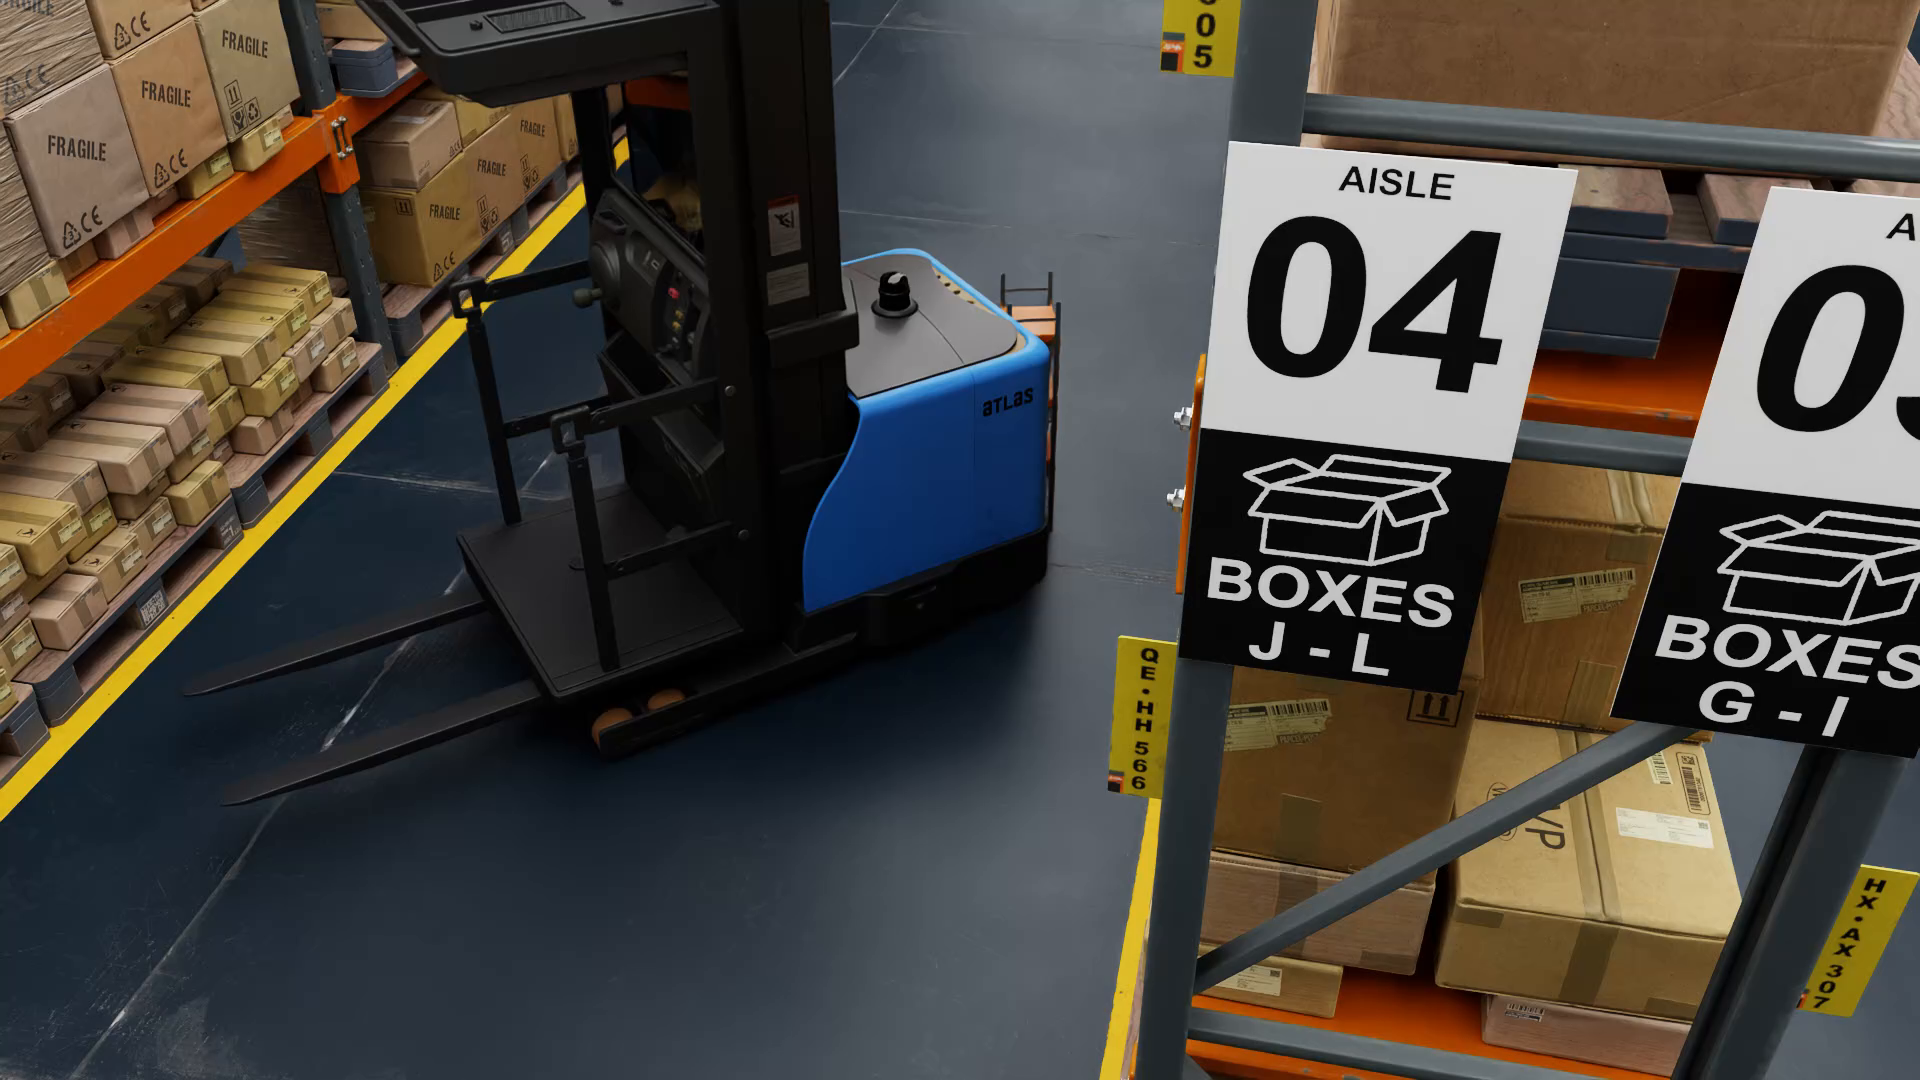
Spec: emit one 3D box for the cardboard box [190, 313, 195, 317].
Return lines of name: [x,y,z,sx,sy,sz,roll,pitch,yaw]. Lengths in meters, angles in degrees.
cardboard box: [-3.543,-1.017,7.415,0.380,0.149,0.250,9,37,12]

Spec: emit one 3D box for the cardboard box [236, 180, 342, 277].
cardboard box: [-3.241,-1.662,8.259,0.500,0.500,0.500,7,36,9]

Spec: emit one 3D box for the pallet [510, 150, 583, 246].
pallet: [-2.729,-2.067,9.422,1.003,0.211,1.213,7,37,10]

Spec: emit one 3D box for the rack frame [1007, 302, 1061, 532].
rack frame: [0.275,-0.455,6.484,0.200,1.050,0.008,-3,36,-4]

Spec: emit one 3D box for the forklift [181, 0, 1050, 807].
forklift: [-1.193,-0.797,5.352,3.031,2.935,1.130,-19,40,-25]

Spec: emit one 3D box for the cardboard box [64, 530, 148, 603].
cardboard box: [-3.265,0.081,6.154,0.380,0.149,0.250,7,37,10]

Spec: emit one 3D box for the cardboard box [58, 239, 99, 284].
cardboard box: [-3.263,-1.003,5.792,0.380,0.149,0.250,7,36,9]

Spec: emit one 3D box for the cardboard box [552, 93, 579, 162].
cardboard box: [-2.395,-2.487,9.397,0.500,0.500,0.500,6,36,8]

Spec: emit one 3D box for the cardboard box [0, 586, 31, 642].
cardboard box: [-3.440,0.242,5.678,0.380,0.149,0.250,6,36,8]

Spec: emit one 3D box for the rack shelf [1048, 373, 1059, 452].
rack shelf: [0.266,-0.518,6.588,0.215,0.259,0.240,-3,36,-4]

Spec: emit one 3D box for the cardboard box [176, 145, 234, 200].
cardboard box: [-3.049,-1.446,6.404,0.380,0.149,0.250,9,37,12]

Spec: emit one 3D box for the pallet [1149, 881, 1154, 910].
pallet: [1.174,0.888,5.345,1.003,0.211,1.213,7,37,10]

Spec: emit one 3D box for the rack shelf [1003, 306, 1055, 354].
rack shelf: [0.266,-0.803,6.382,0.184,0.087,0.229,-3,36,-4]

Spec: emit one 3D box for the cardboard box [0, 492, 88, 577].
cardboard box: [-3.301,-0.026,5.795,0.380,0.149,0.250,8,37,11]

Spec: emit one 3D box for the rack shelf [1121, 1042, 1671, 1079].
rack shelf: [1.244,0.069,4.711,1.077,0.370,4.000,7,37,10]

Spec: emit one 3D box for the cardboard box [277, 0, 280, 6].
cardboard box: [-3.206,-2.518,7.525,0.380,0.149,0.250,8,37,10]

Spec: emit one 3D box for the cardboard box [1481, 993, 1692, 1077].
cardboard box: [1.215,0.864,3.216,0.380,0.149,0.250,8,37,10]

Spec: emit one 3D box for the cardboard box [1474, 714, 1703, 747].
cardboard box: [1.288,0.325,3.620,0.500,0.250,0.500,7,37,9]

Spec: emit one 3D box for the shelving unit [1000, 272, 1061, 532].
shelving unit: [0.266,-0.527,6.582,0.215,1.050,0.252,-3,36,-4]

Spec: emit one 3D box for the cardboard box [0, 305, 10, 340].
cardboard box: [-3.334,-0.699,5.372,0.380,0.149,0.250,9,37,12]

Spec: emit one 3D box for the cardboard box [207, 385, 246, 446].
cardboard box: [-3.144,-0.520,6.729,0.380,0.149,0.250,8,37,10]

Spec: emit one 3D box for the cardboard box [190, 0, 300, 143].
cardboard box: [-2.980,-1.896,6.472,0.500,0.500,0.500,7,37,10]

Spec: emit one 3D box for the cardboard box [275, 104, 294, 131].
cardboard box: [-2.985,-1.753,6.827,0.380,0.149,0.250,7,37,9]

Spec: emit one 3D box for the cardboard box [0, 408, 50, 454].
cardboard box: [-3.696,-0.377,6.279,0.380,0.149,0.250,6,36,8]

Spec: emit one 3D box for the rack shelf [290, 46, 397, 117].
rack shelf: [-2.725,-2.983,8.756,0.919,0.124,3.809,7,37,10]

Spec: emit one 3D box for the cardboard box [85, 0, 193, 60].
cardboard box: [-3.094,-2.014,5.781,0.500,0.500,0.500,6,36,8]

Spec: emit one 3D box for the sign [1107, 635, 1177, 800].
sign: [0.290,0.284,2.614,0.100,0.325,0.005,7,37,10]

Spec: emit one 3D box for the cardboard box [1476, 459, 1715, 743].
cardboard box: [1.290,0.033,3.383,0.500,0.500,0.500,6,36,9]

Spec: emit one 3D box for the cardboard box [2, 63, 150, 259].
cardboard box: [-3.199,-1.314,5.668,0.500,0.500,0.500,7,37,10]

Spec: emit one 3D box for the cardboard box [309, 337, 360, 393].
cardboard box: [-2.903,-0.796,7.364,0.380,0.149,0.250,8,37,11]

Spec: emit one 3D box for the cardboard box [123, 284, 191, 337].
cardboard box: [-3.545,-0.983,7.115,0.380,0.149,0.250,9,37,12]

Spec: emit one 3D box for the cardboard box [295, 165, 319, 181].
cardboard box: [-3.240,-1.968,8.043,0.500,0.250,0.500,6,36,9]

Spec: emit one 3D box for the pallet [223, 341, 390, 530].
pallet: [-3.261,-0.530,7.301,1.003,0.211,1.213,7,37,10]

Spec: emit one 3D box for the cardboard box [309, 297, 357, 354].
cardboard box: [-2.909,-0.964,7.342,0.380,0.149,0.250,8,37,11]

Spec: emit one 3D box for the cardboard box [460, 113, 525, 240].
cardboard box: [-2.624,-1.900,8.588,0.500,0.500,0.500,9,37,12]

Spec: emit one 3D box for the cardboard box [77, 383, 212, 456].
cardboard box: [-3.135,-0.467,6.403,0.380,0.149,0.250,6,36,8]

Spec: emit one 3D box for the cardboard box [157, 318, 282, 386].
cardboard box: [-3.036,-0.773,6.825,0.380,0.149,0.250,7,37,10]

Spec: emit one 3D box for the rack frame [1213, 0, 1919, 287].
rack frame: [0.817,-1.504,1.158,1.000,3.000,0.127,7,37,10]

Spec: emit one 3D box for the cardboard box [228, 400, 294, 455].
cardboard box: [-3.034,-0.498,6.953,0.380,0.149,0.250,6,36,8]
